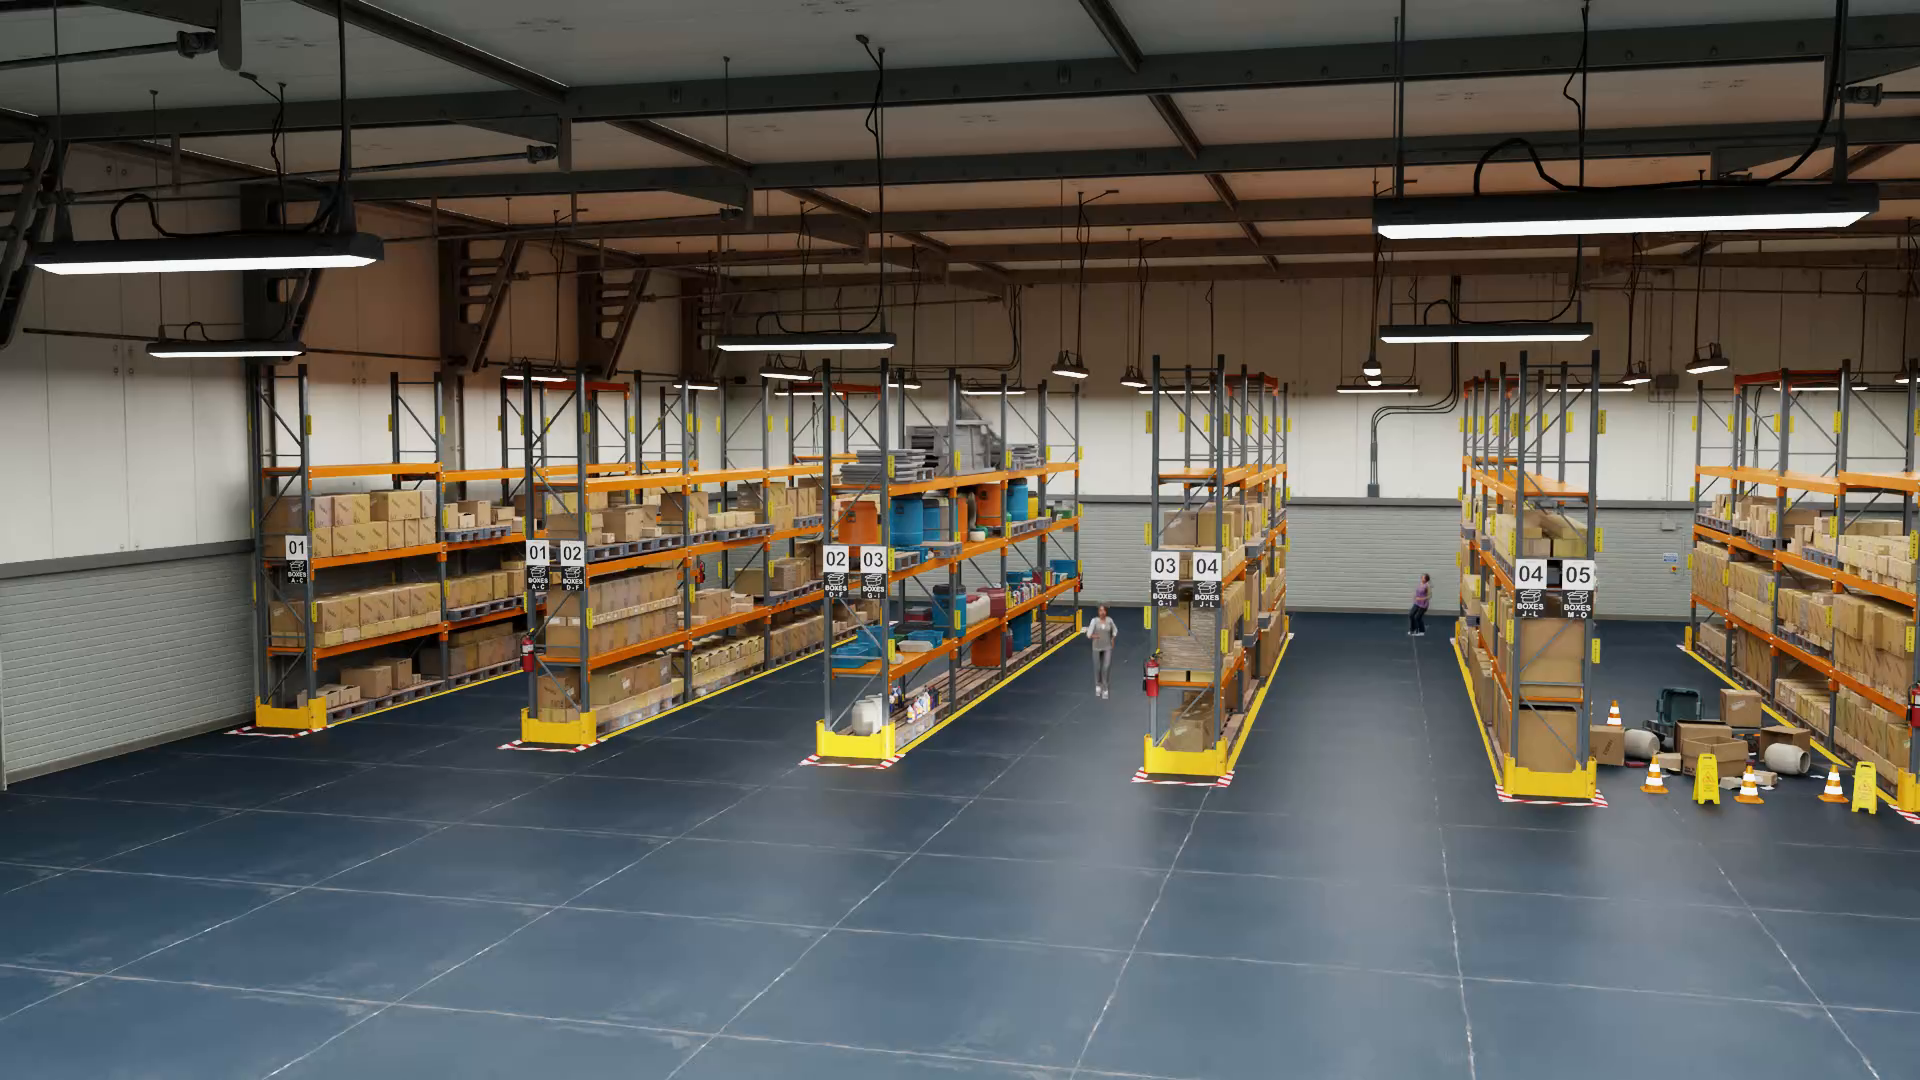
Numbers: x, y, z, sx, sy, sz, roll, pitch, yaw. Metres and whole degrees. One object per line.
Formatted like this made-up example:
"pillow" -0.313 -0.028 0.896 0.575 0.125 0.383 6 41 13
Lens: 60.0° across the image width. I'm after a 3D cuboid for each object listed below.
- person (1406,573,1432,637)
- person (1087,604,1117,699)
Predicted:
"person" 10.877 1.542 39.216 0.520 1.558 0.699 -2 4 -26
"person" 2.455 1.918 28.665 0.545 1.617 0.807 0 4 0
